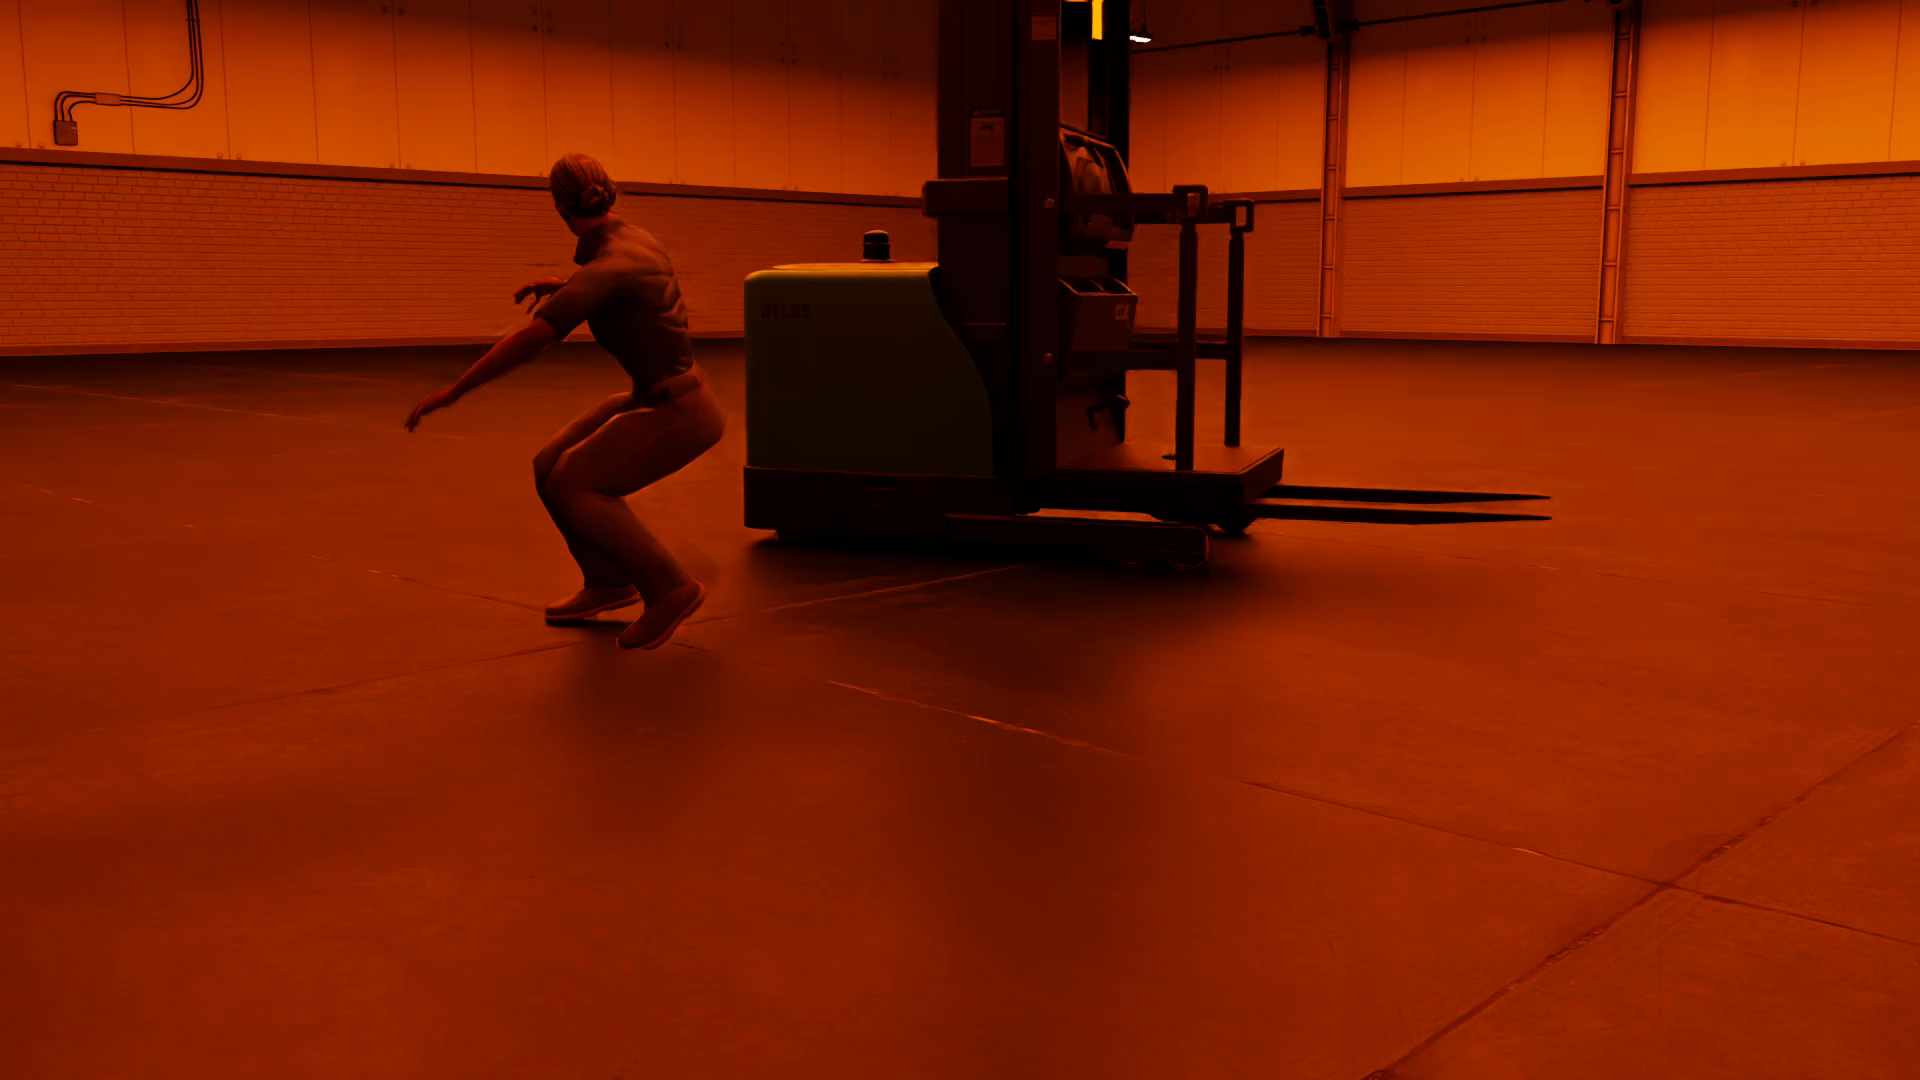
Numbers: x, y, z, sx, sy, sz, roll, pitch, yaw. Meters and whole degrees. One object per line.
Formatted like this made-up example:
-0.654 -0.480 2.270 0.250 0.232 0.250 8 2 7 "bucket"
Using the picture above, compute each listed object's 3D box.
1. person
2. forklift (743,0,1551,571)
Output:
-1.113 -0.397 4.789 0.870 1.399 0.716 -2 9 -12 "person"
0.715 -1.426 6.347 3.031 2.935 1.130 3 9 19 "forklift"
